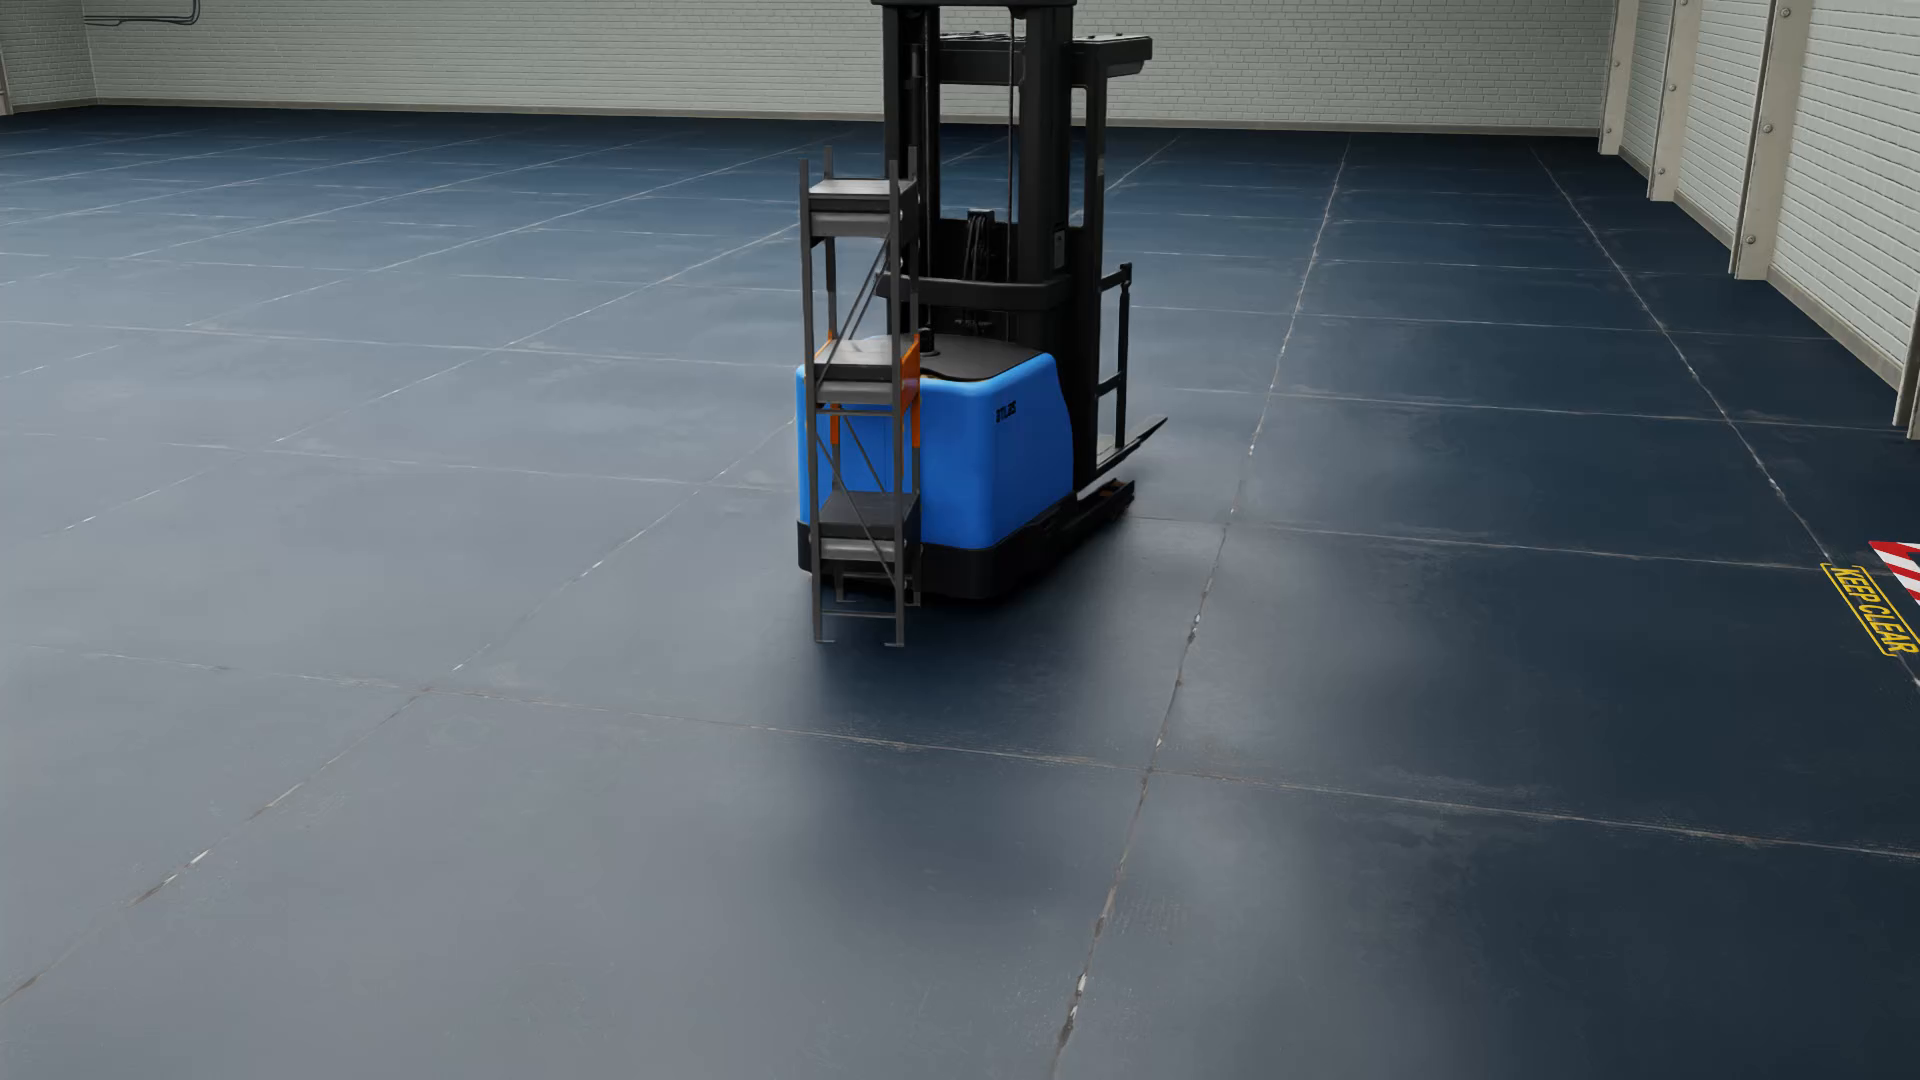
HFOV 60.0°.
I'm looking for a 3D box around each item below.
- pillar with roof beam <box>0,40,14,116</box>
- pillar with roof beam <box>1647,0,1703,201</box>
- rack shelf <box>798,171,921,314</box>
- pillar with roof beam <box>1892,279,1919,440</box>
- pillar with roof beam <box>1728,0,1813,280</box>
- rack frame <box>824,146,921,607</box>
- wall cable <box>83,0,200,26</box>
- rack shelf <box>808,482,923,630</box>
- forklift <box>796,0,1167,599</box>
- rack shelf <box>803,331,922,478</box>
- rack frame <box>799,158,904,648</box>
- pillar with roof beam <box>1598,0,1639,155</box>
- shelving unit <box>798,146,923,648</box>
[{"bbox_3d":[-15.743,-12.740,32.065,9.100,9.000,0.400,5,19,13],"label":"pillar with roof beam"},{"bbox_3d":[4.987,-9.052,21.266,9.100,9.000,0.400,5,19,13],"label":"pillar with roof beam"},{"bbox_3d":[-0.414,-1.257,6.993,0.431,0.518,0.480,2,19,7],"label":"rack shelf"},{"bbox_3d":[2.055,-5.291,10.255,9.100,9.000,0.400,5,19,13],"label":"pillar with roof beam"},{"bbox_3d":[3.521,-7.171,15.761,9.100,9.000,0.400,5,19,13],"label":"pillar with roof beam"},{"bbox_3d":[-0.383,-0.688,7.447,0.400,2.100,0.015,2,19,7],"label":"rack frame"},{"bbox_3d":[-17.916,-12.430,35.960,3.097,2.526,0.112,5,19,13],"label":"wall cable"},{"bbox_3d":[-0.413,0.065,7.452,0.431,0.518,0.480,2,19,7],"label":"rack shelf"},{"bbox_3d":[0.312,-1.547,8.682,1.130,2.935,3.031,9,21,24],"label":"forklift"},{"bbox_3d":[-0.414,-0.596,7.223,0.431,0.518,0.480,2,19,7],"label":"rack shelf"},{"bbox_3d":[-0.445,-0.530,6.990,0.400,2.100,0.015,2,19,7],"label":"rack frame"},{"bbox_3d":[6.453,-10.932,26.772,9.100,9.000,0.400,5,19,13],"label":"pillar with roof beam"},{"bbox_3d":[-0.414,-0.609,7.218,0.431,2.100,0.503,2,19,7],"label":"shelving unit"}]
